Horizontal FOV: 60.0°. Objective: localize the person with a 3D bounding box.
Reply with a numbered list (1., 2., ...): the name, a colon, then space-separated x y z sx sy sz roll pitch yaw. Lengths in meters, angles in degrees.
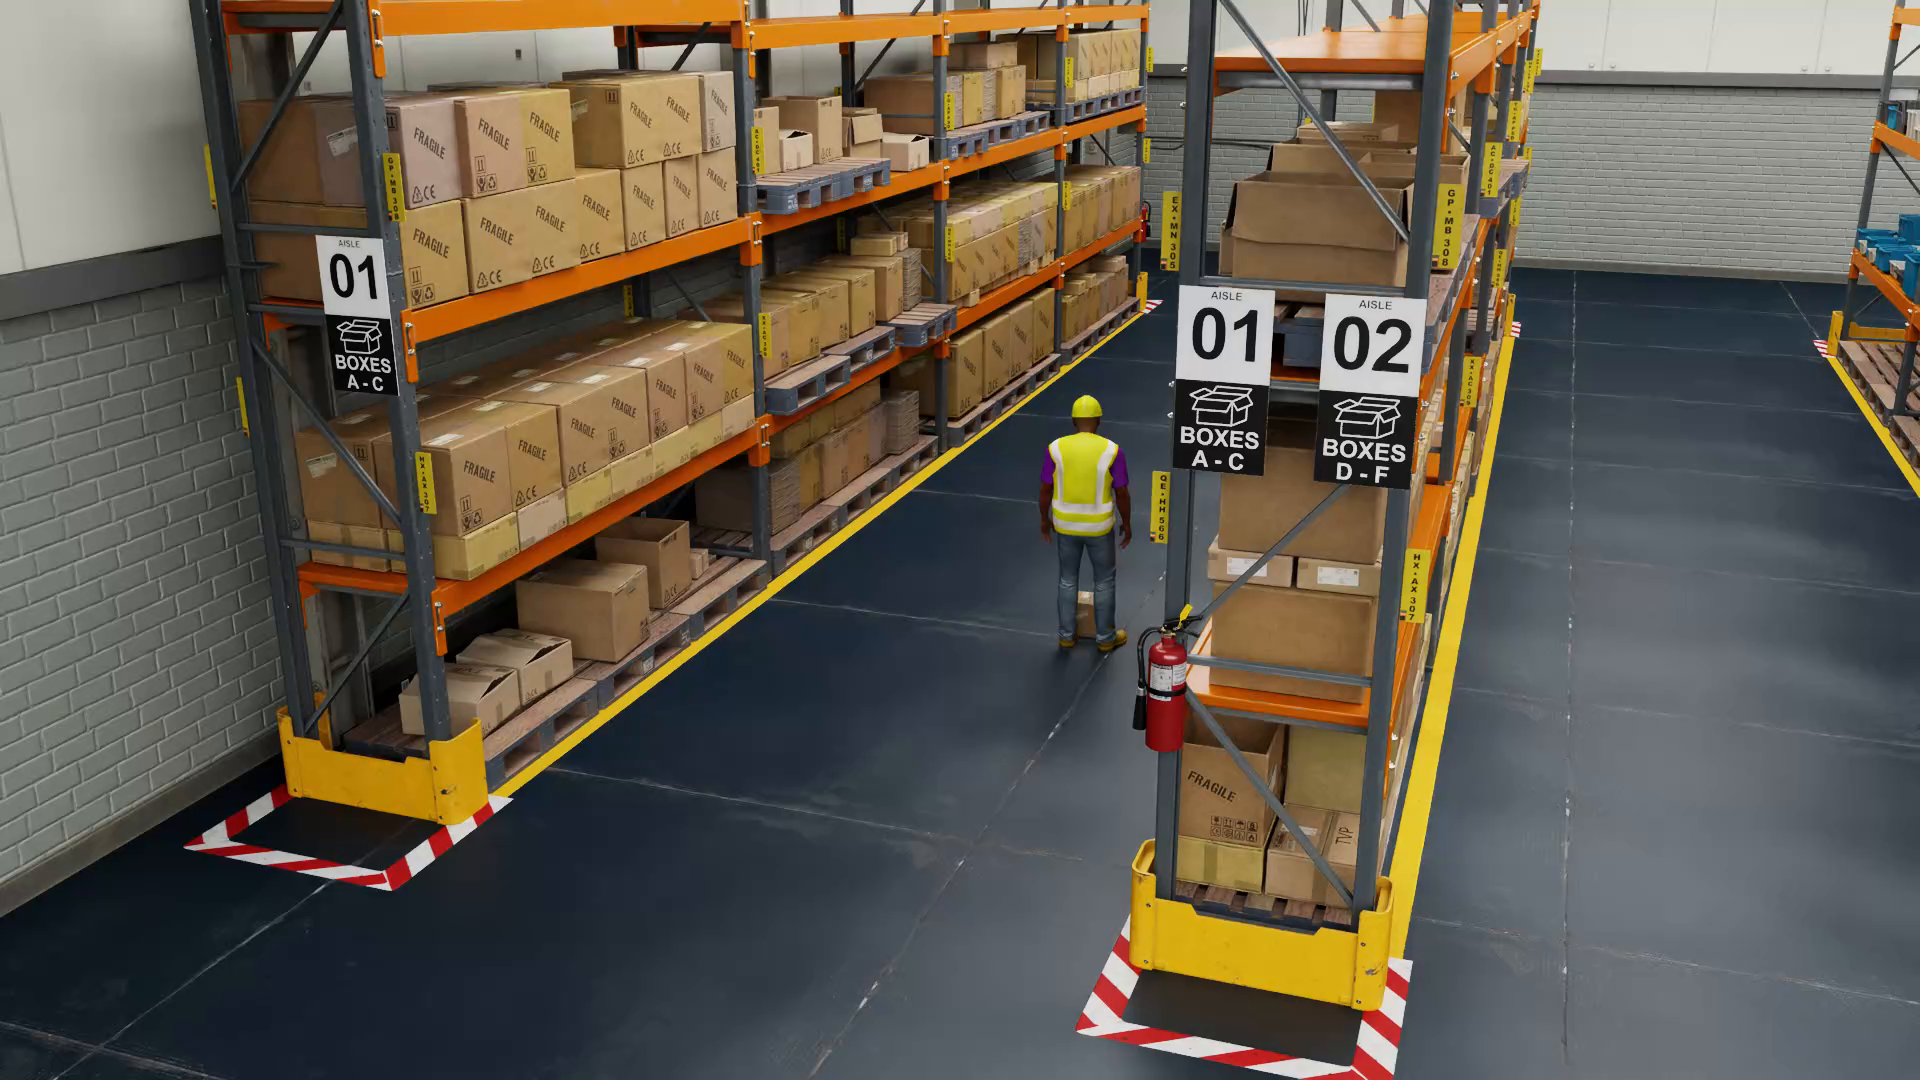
1. person: 0.858 -0.114 11.379 0.635 1.757 0.455 5 19 15
